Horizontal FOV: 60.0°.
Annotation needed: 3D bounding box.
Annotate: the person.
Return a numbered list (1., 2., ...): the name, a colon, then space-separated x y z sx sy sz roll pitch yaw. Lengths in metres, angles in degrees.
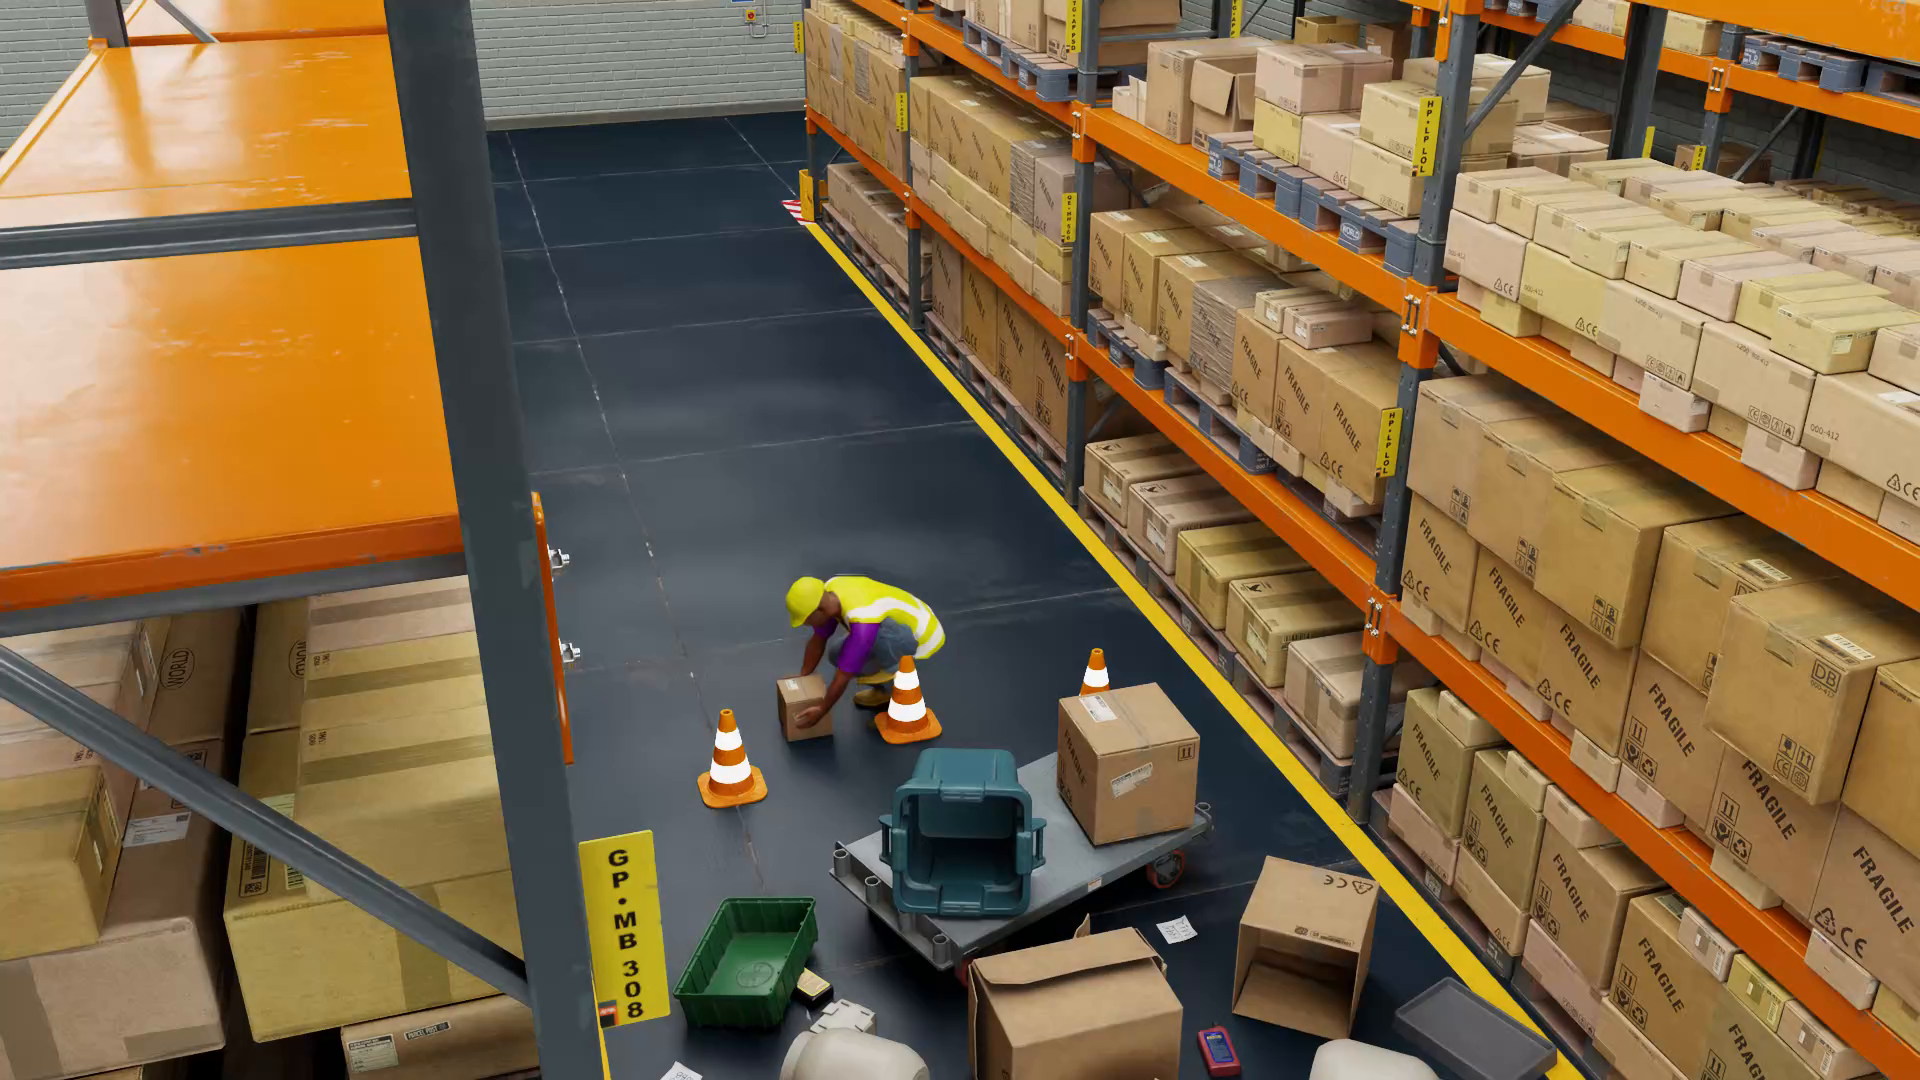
1. person: -0.523 0.579 9.076 0.904 0.962 0.568 -8 27 -16
